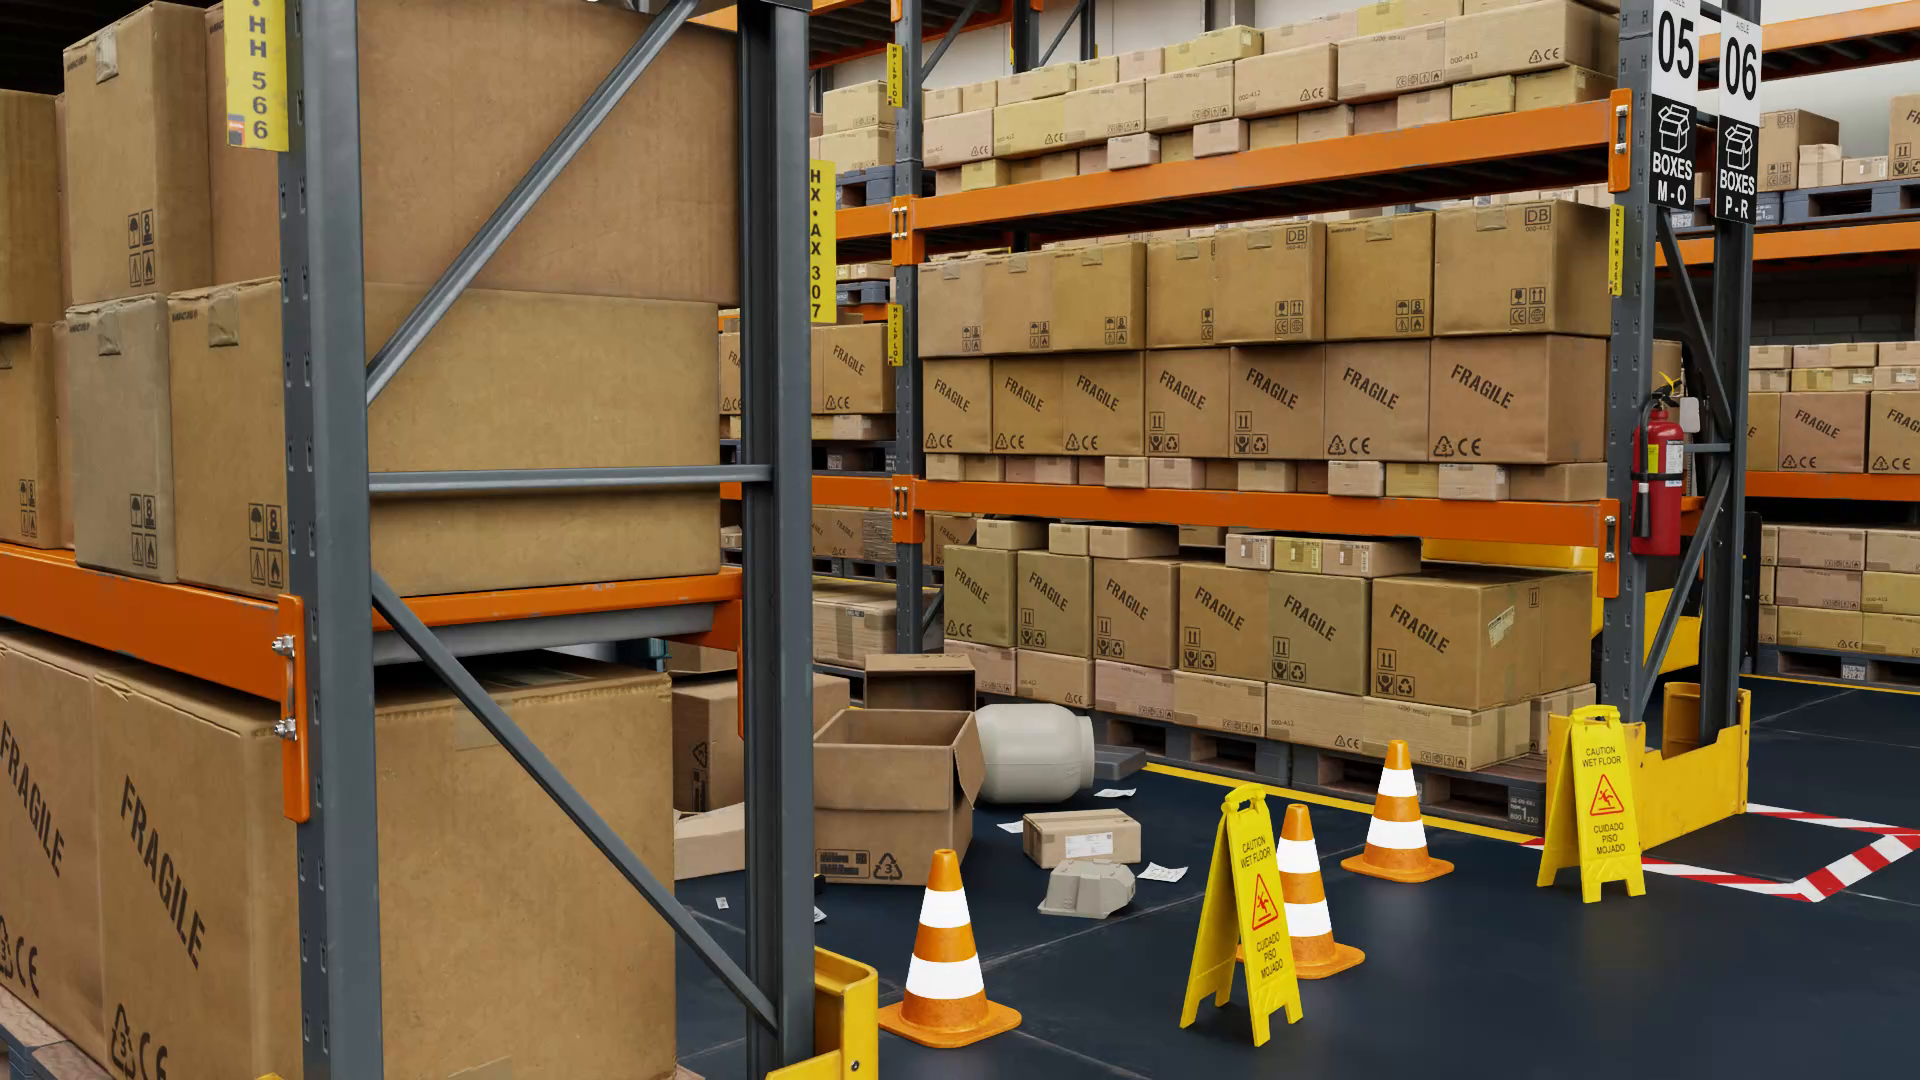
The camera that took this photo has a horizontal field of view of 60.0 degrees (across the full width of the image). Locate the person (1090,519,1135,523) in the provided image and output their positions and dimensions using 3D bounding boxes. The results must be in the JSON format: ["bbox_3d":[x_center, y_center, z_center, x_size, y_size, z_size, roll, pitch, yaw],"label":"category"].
[{"bbox_3d":[1.114,-0.052,11.654,0.532,1.685,0.476,-3,5,-34],"label":"person"}]
